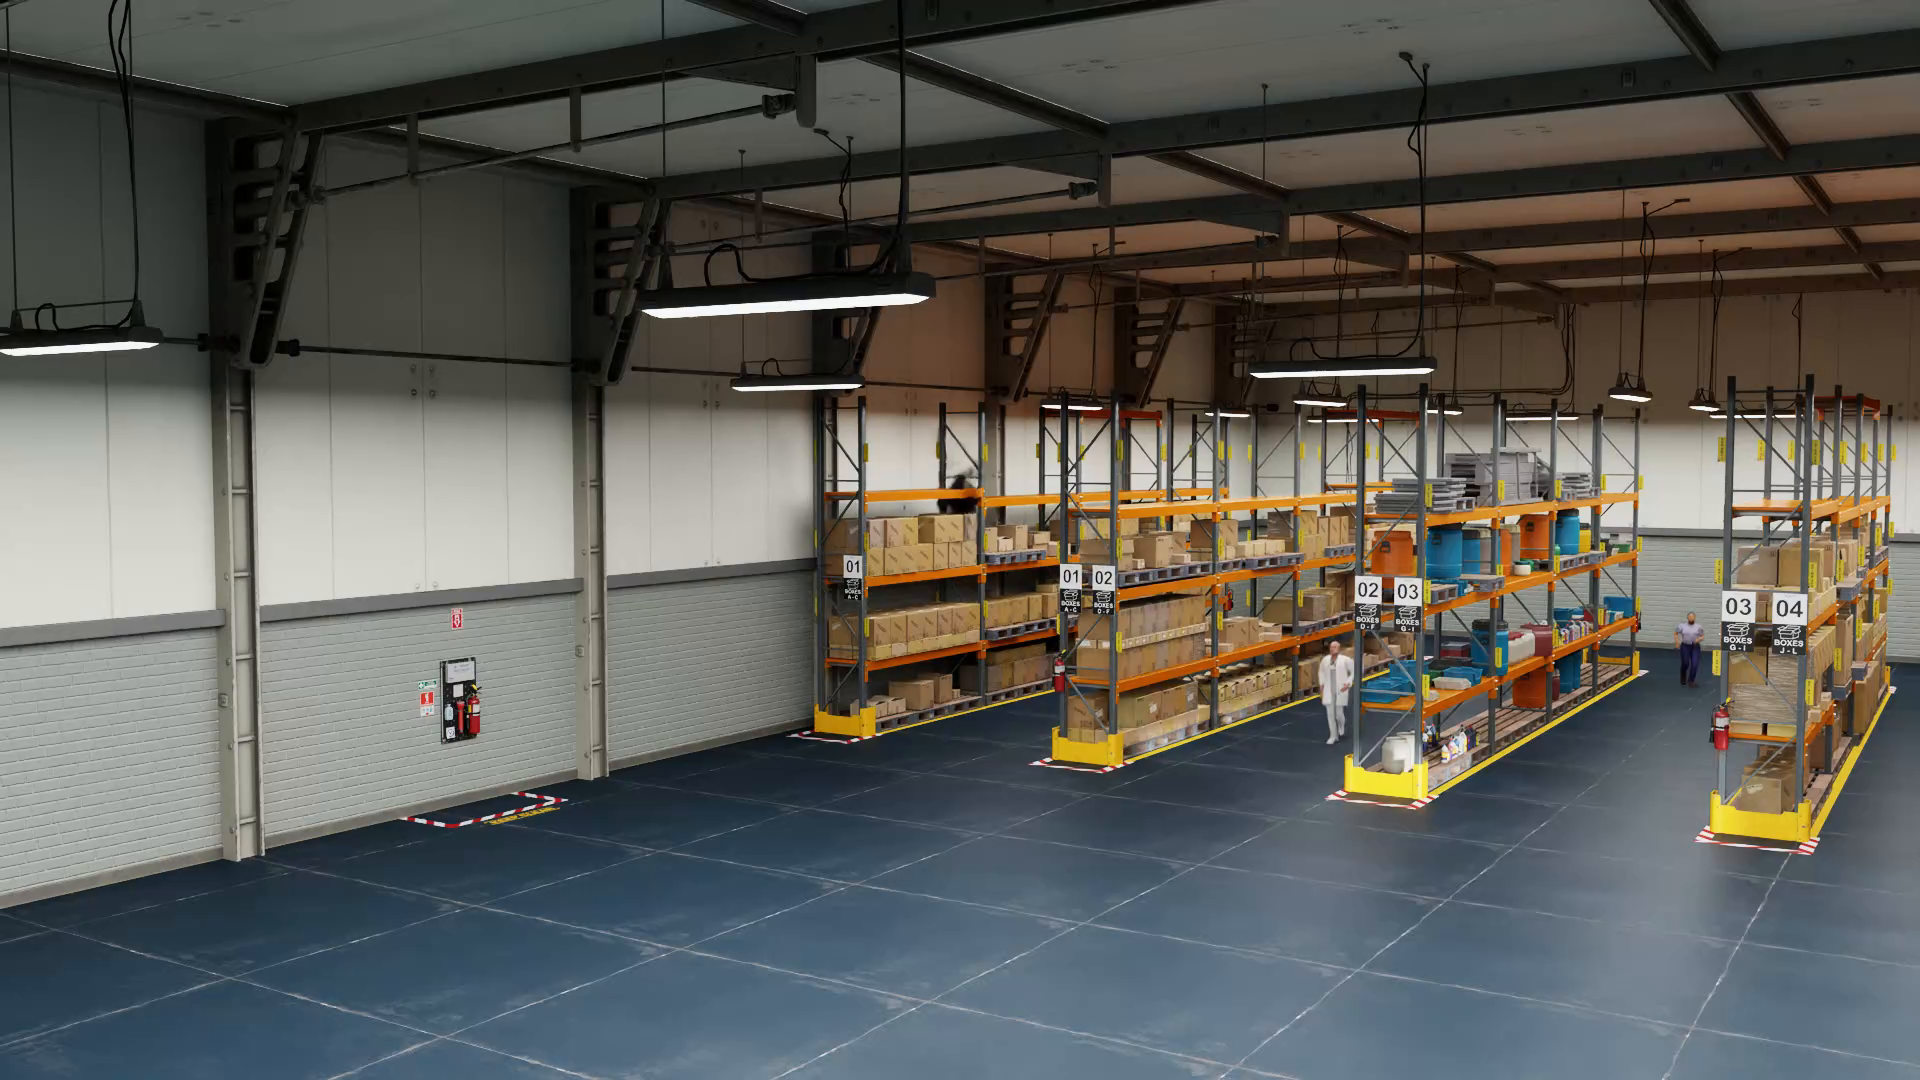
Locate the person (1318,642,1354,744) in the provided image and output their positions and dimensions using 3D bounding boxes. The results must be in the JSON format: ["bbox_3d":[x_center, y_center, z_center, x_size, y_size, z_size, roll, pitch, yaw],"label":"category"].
[{"bbox_3d":[6.515,2.629,28.770,0.707,1.754,0.672,2,3,30],"label":"person"}]

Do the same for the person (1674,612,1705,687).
[{"bbox_3d":[15.521,2.333,35.357,0.597,1.608,0.595,1,3,16],"label":"person"}]
